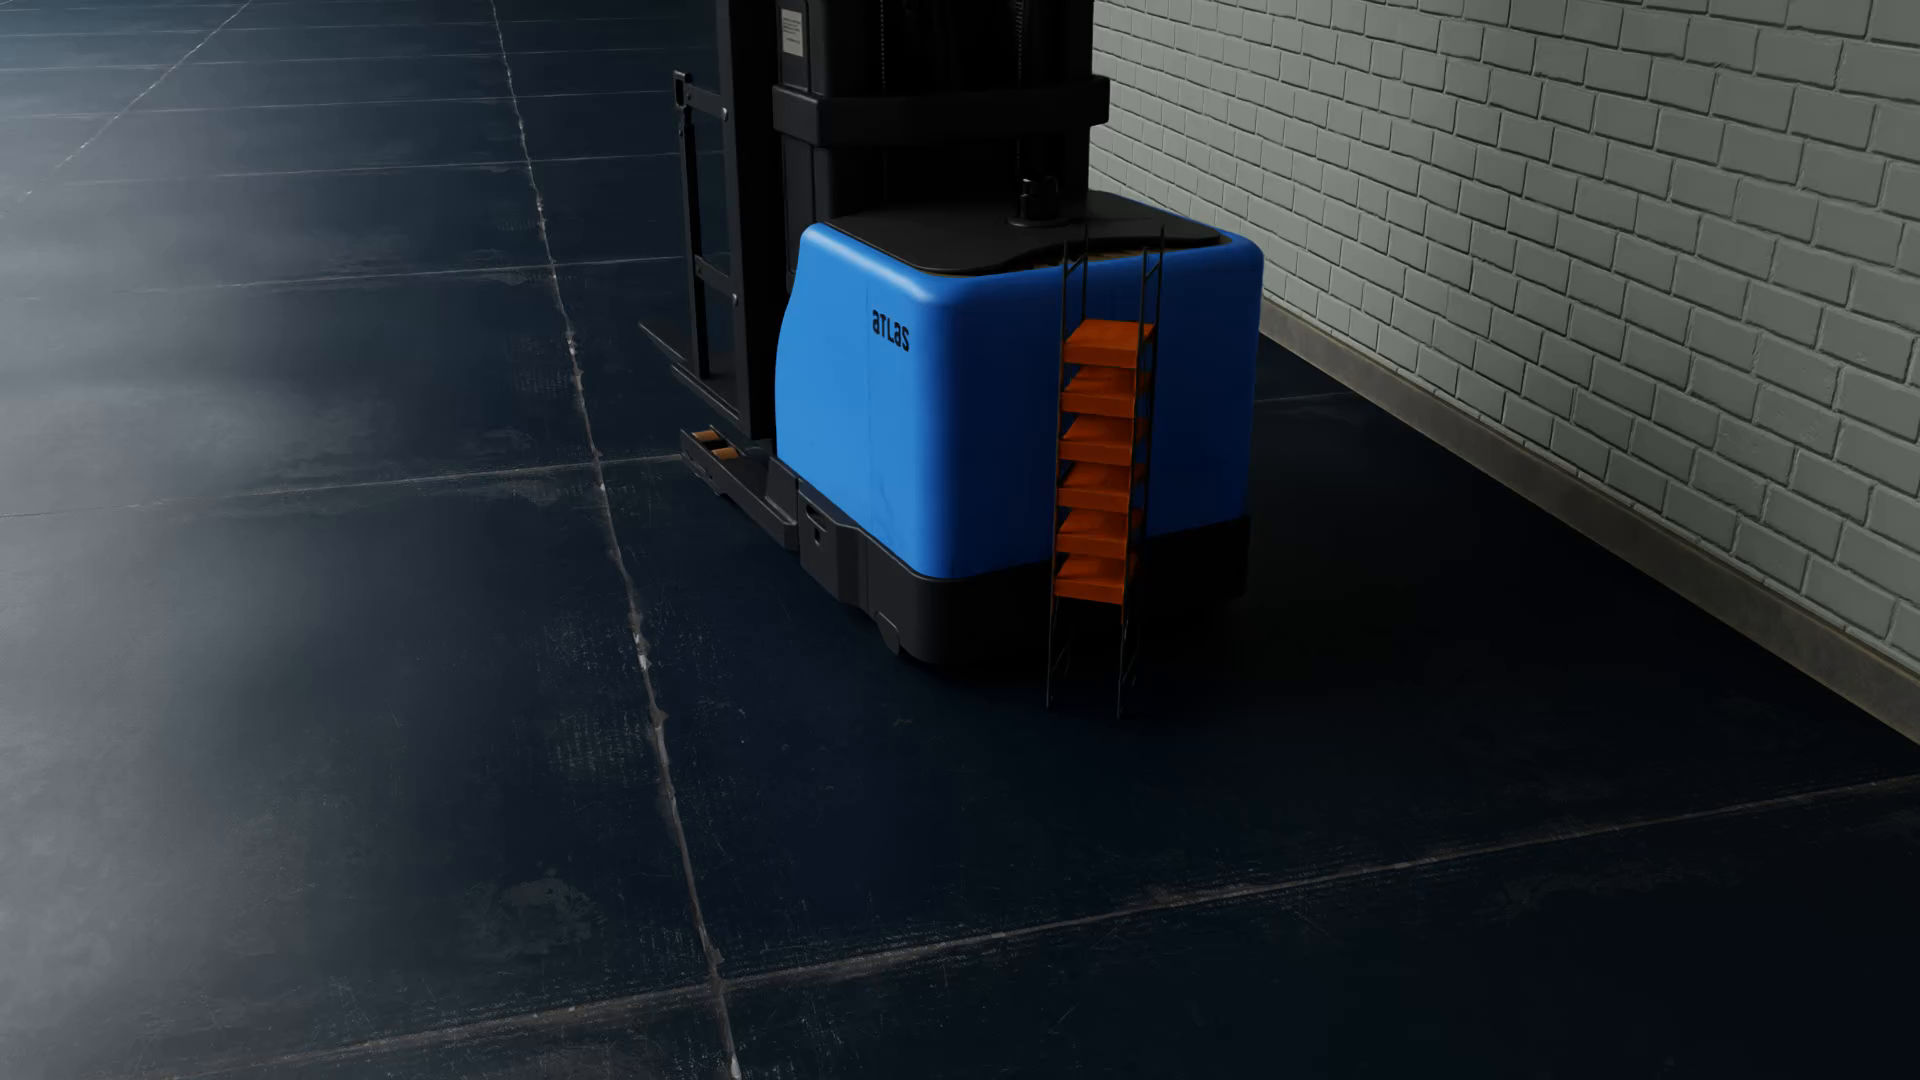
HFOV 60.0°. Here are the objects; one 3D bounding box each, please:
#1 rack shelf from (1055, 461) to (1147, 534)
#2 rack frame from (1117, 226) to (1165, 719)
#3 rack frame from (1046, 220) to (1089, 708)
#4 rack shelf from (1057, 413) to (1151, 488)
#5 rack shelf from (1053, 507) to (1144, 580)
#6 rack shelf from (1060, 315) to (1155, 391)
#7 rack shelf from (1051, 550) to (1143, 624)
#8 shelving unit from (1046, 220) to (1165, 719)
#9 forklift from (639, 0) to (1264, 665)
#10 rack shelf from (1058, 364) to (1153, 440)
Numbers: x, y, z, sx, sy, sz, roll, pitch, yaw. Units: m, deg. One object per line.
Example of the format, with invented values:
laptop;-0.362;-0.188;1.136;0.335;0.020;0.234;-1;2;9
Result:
rack shelf;0.353;-0.117;4.108;0.180;0.103;0.258;7;24;15
rack frame;0.441;-0.147;4.067;0.006;1.200;0.240;7;24;15
rack frame;0.265;-0.169;4.114;0.006;1.200;0.240;7;24;15
rack shelf;0.354;-0.228;4.061;0.180;0.103;0.258;7;24;15
rack shelf;0.351;-0.006;4.154;0.180;0.103;0.258;7;24;15
rack shelf;0.357;-0.449;3.968;0.180;0.103;0.258;7;24;15
rack shelf;0.349;0.104;4.200;0.180;0.103;0.258;7;24;15
shelving unit;0.353;-0.158;4.090;0.189;1.200;0.258;7;24;15
forklift;-0.310;-1.565;5.181;1.130;2.935;3.031;-12;26;-25
rack shelf;0.356;-0.338;4.015;0.180;0.103;0.258;7;24;15
